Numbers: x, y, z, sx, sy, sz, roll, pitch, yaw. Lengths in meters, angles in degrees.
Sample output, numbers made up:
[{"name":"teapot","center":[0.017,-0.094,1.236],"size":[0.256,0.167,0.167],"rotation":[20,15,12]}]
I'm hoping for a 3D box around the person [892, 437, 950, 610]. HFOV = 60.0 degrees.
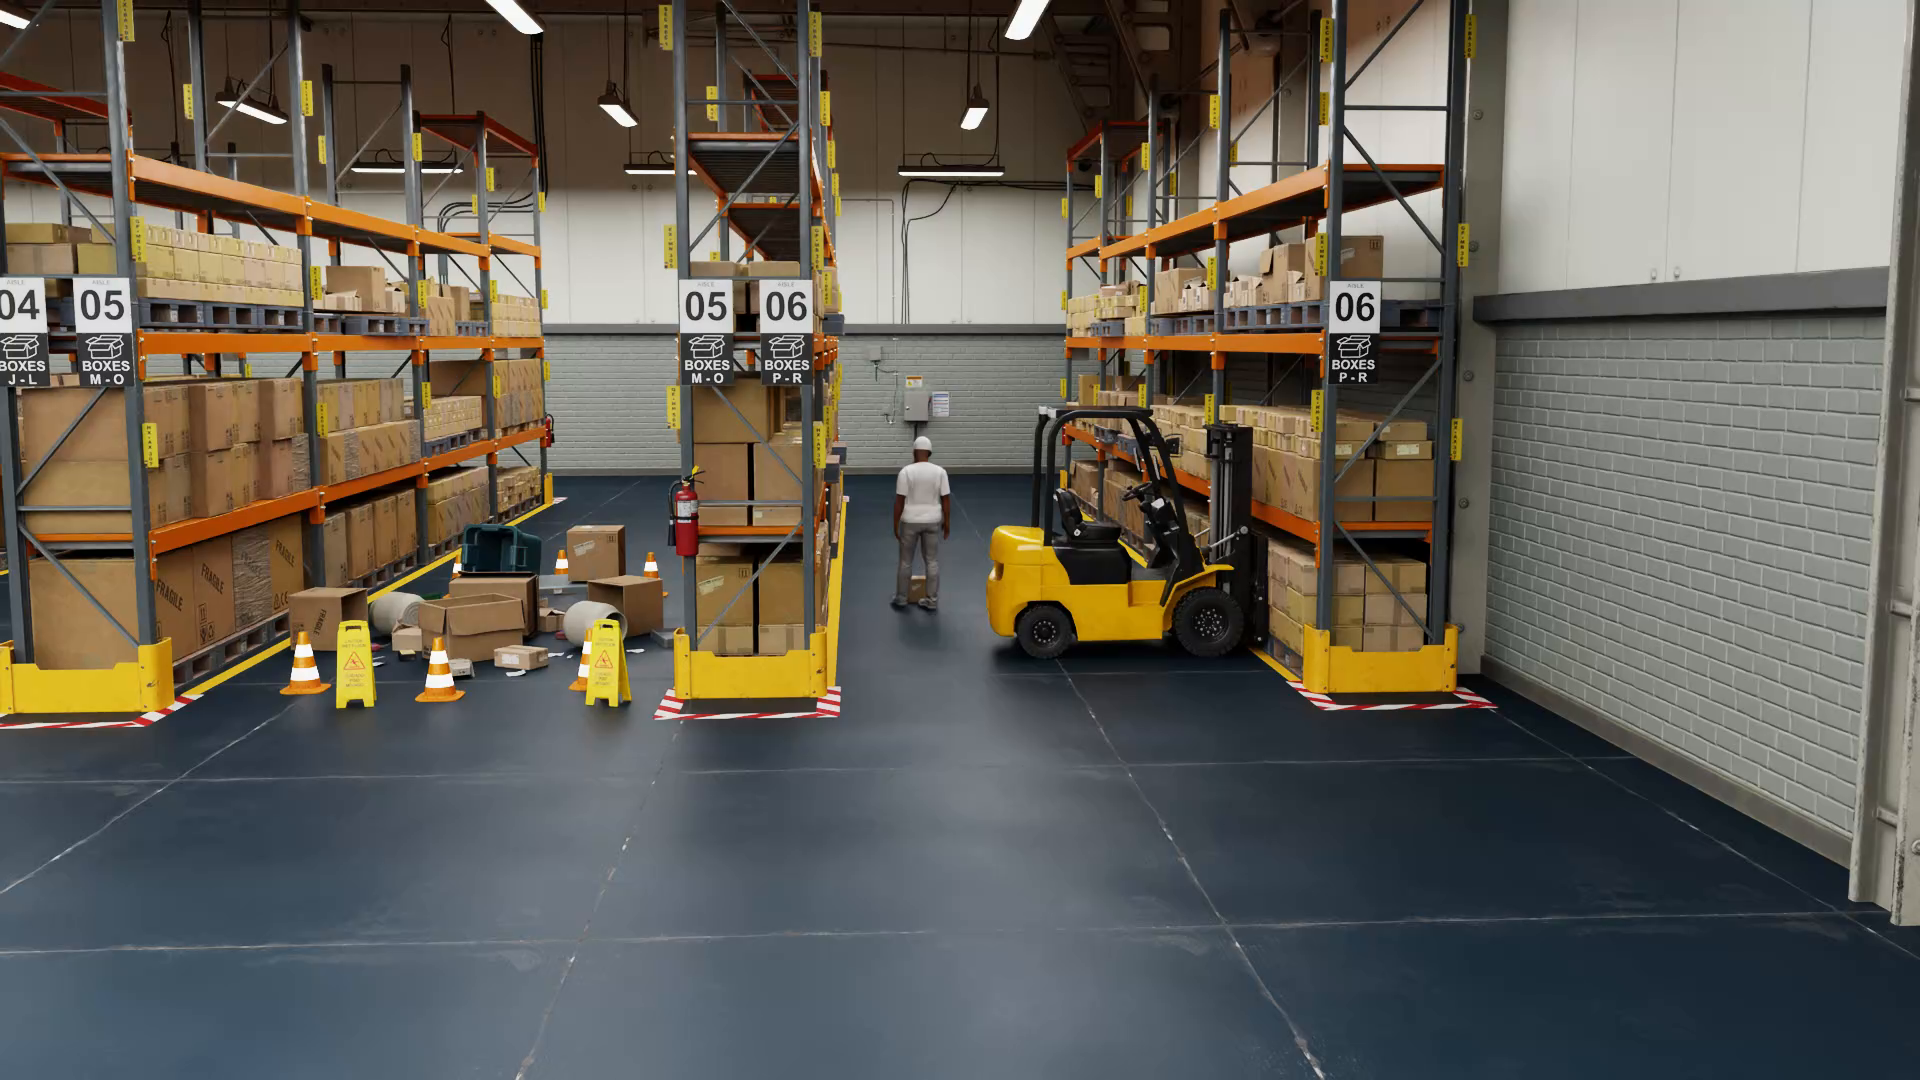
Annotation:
[{"name":"person","center":[-0.423,-0.190,17.190],"size":[0.589,1.768,0.591],"rotation":[-2,7,-14]}]
